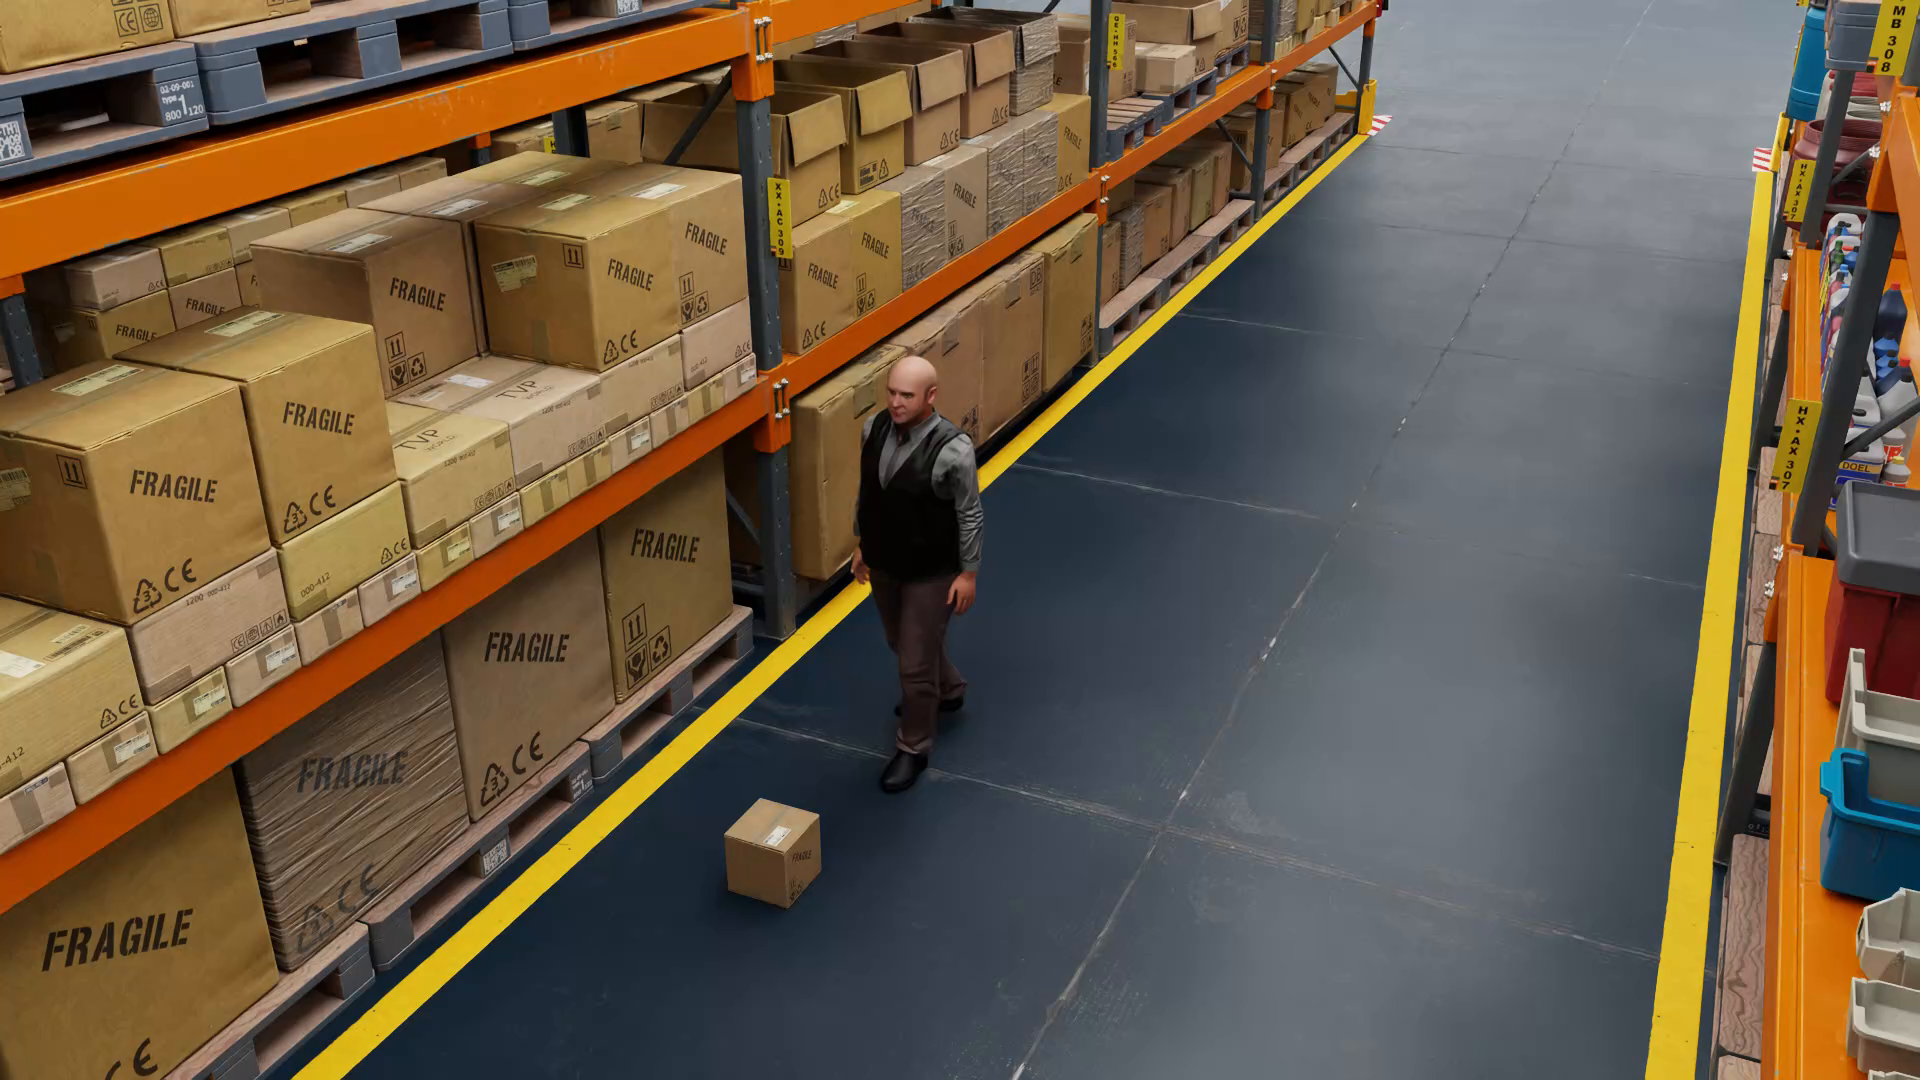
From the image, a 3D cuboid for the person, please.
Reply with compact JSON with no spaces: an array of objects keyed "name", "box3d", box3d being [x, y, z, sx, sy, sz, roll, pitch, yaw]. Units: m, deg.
[{"name":"person","box3d":[-0.161,0.090,6.450,0.566,1.723,0.645,21,33,37]}]
